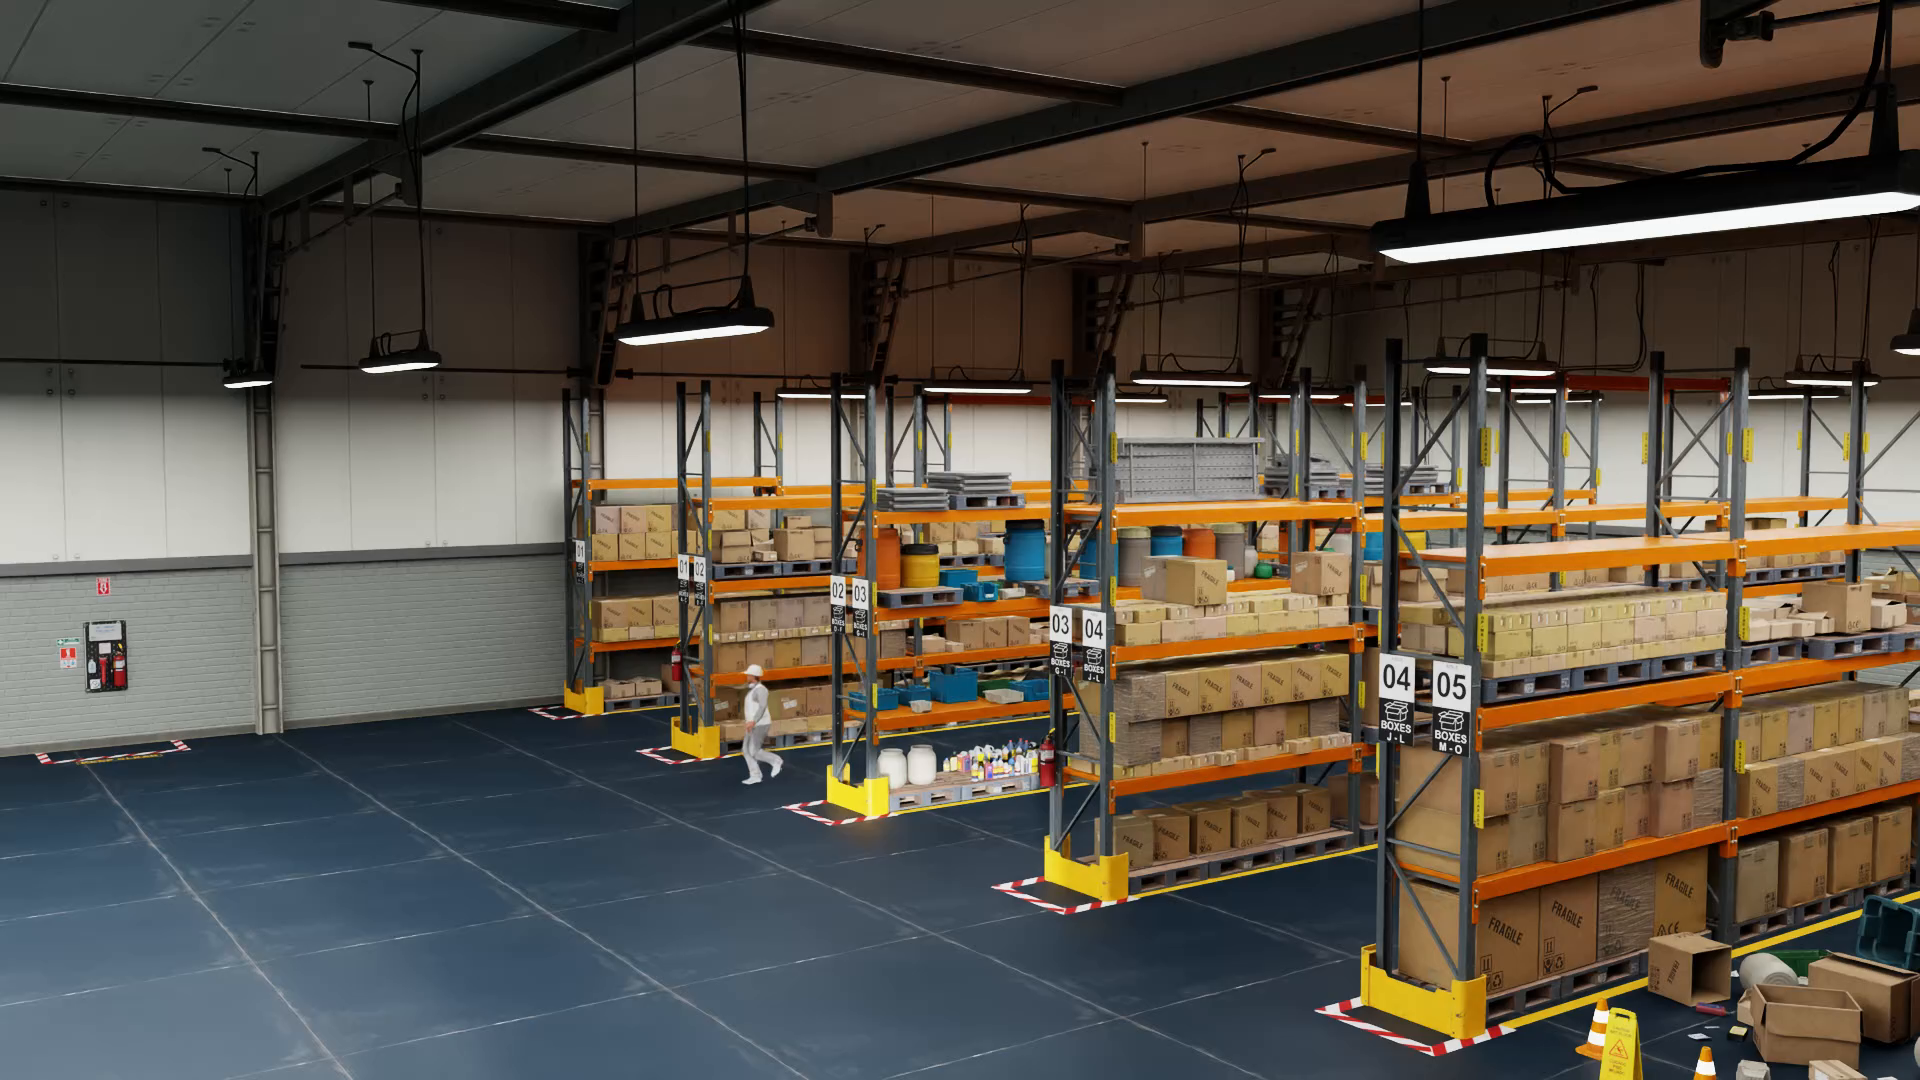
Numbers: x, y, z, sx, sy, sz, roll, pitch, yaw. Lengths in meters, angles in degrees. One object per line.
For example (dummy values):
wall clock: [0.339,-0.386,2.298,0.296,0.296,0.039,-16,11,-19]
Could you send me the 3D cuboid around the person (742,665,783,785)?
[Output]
person: [-2.951,2.720,24.606,0.622,1.750,0.596,-2,4,-25]
